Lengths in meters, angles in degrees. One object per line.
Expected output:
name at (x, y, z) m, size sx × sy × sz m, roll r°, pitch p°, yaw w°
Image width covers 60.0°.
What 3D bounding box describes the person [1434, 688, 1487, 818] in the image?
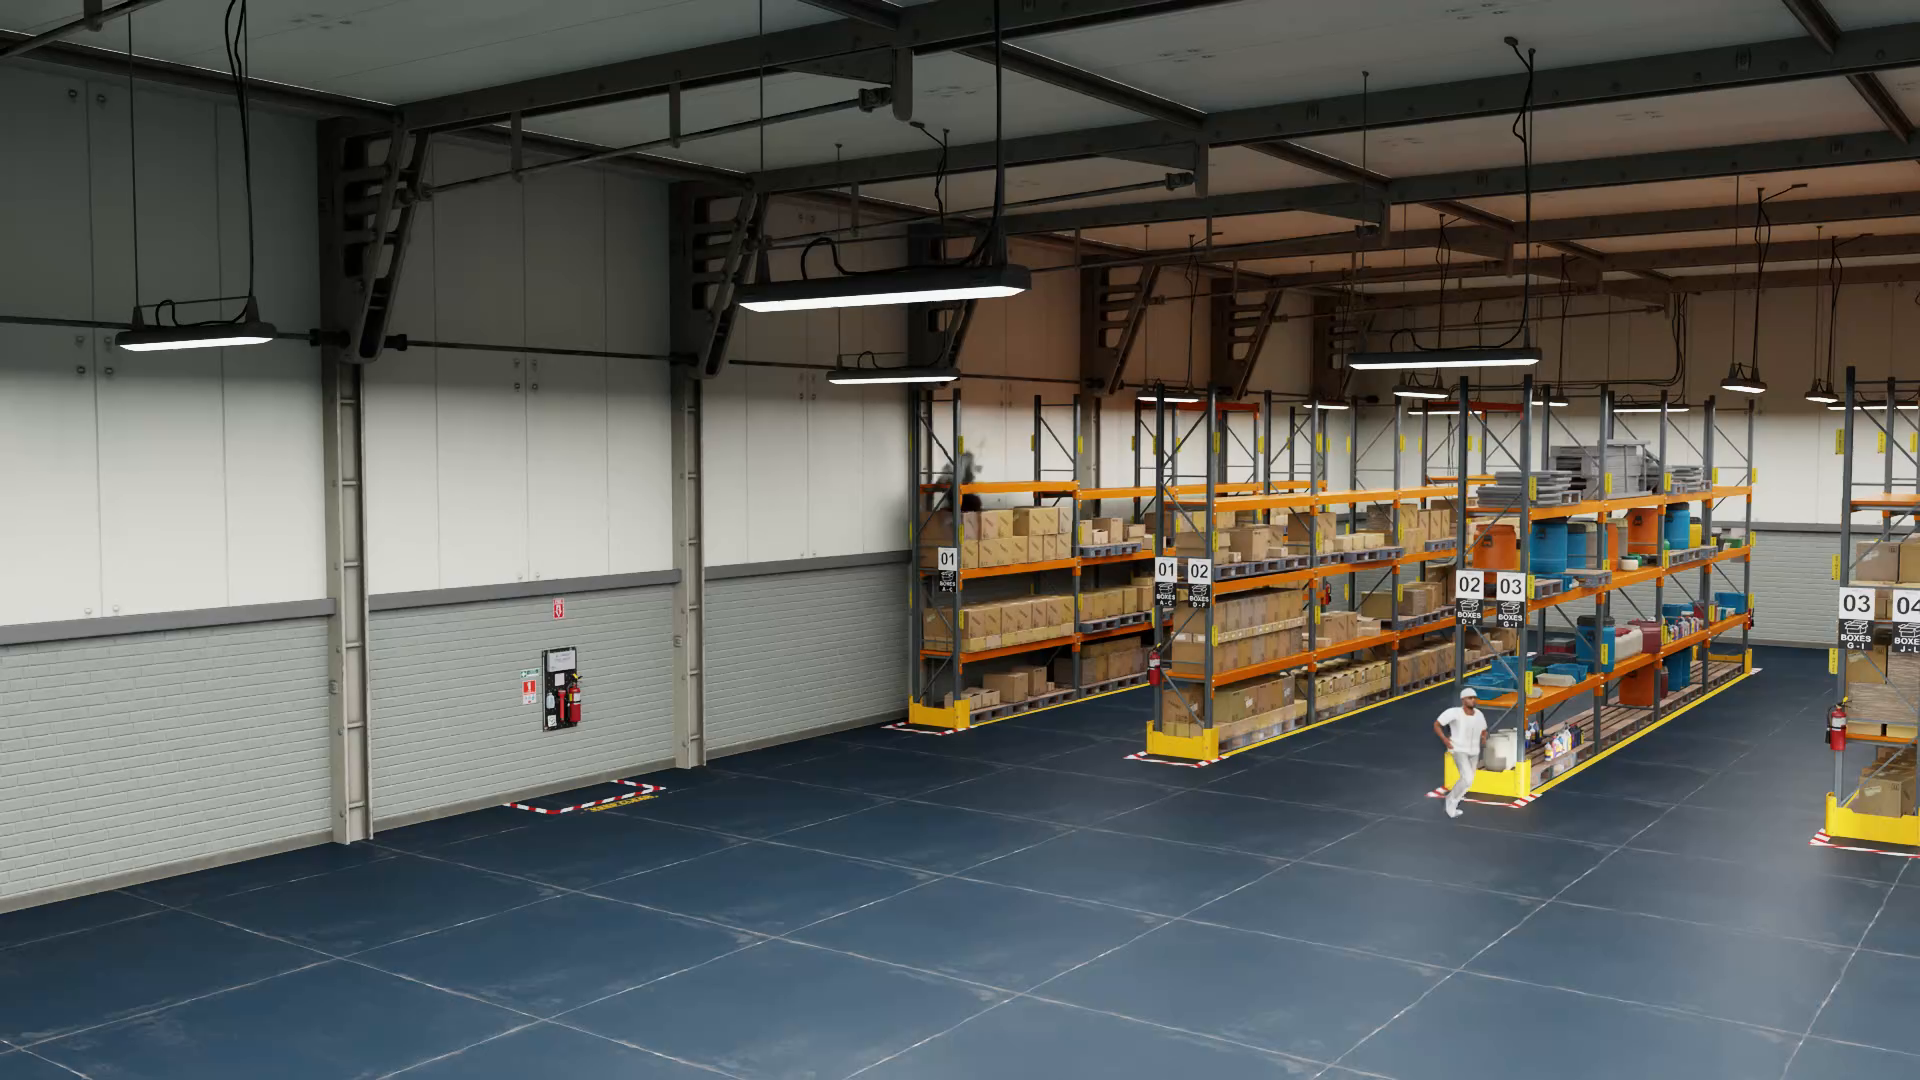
person at (6.798, 2.857, 22.337) m, size 0.735 × 1.742 × 0.579 m, roll -1°, pitch 3°, yaw -20°
